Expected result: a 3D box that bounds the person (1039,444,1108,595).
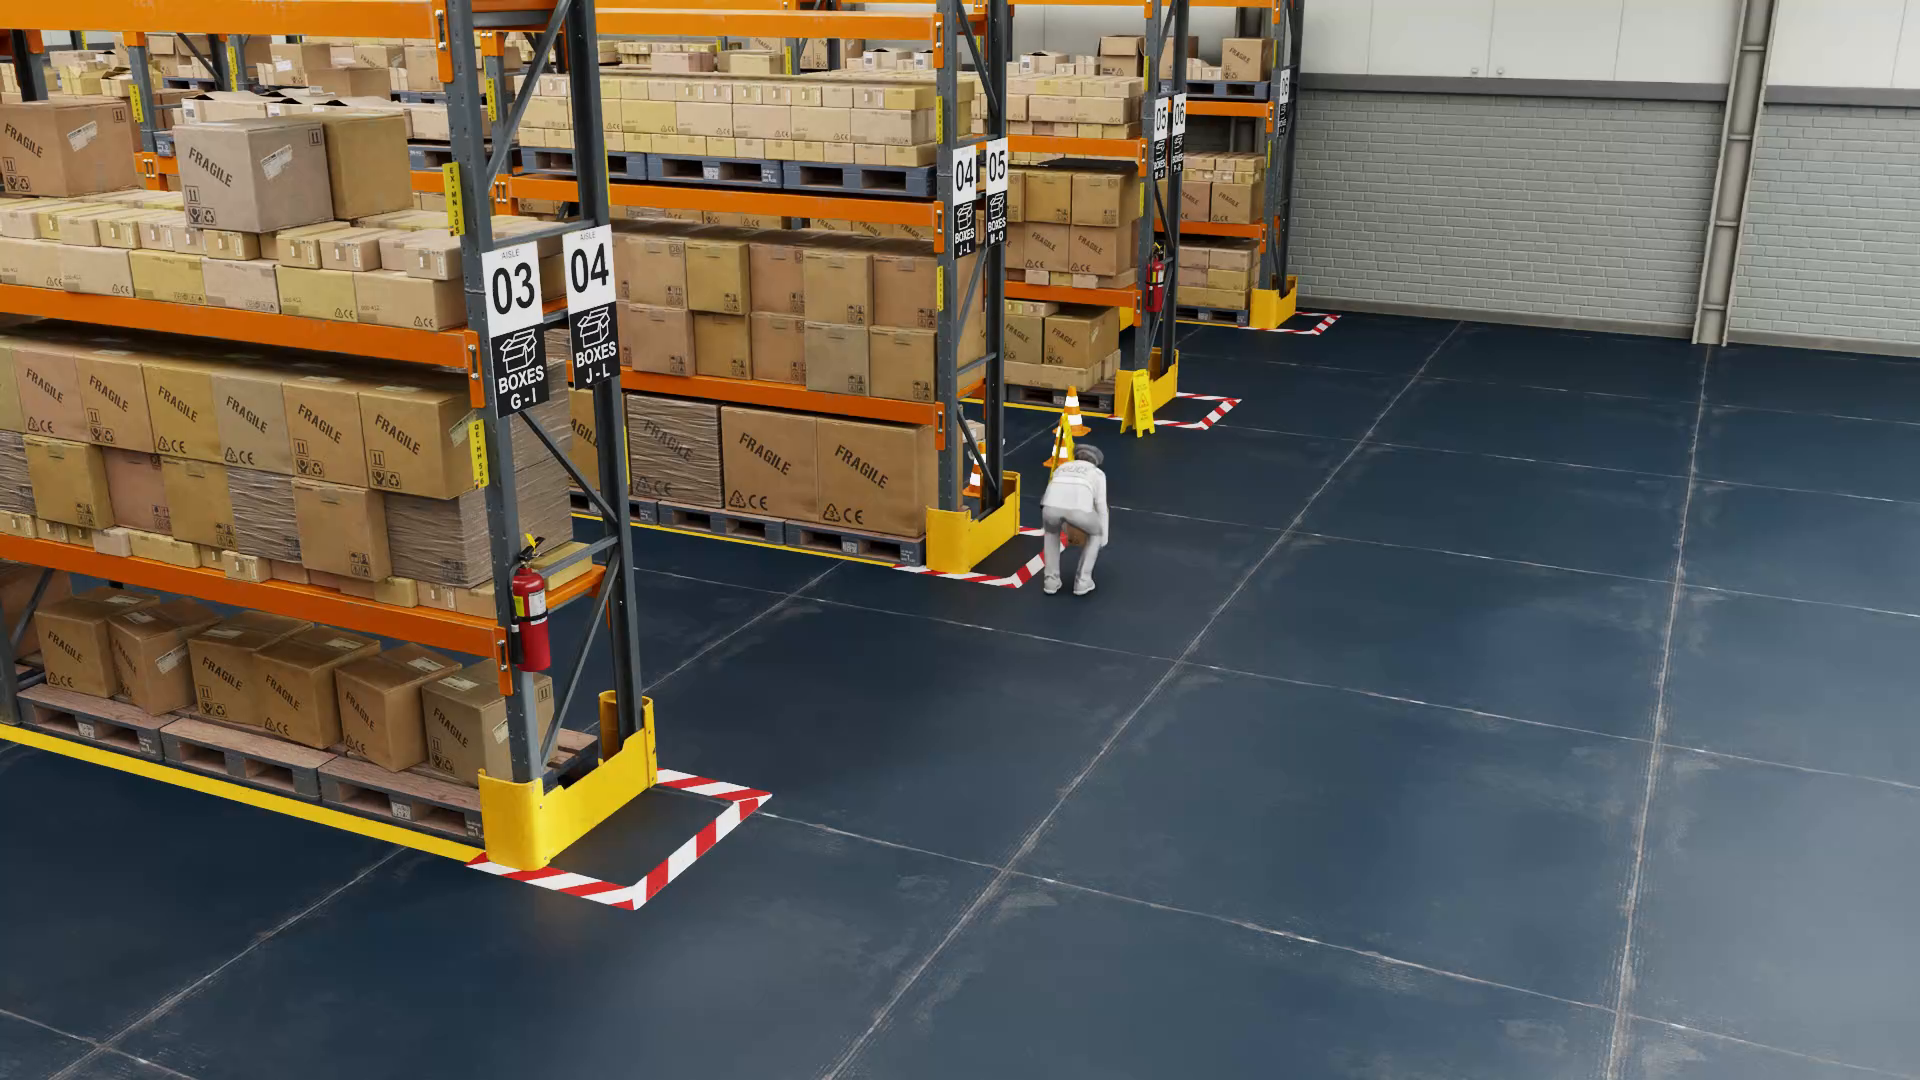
[{"bbox_3d":[0.863,-0.149,12.483,0.455,1.017,0.921,6,20,17],"label":"person"}]
